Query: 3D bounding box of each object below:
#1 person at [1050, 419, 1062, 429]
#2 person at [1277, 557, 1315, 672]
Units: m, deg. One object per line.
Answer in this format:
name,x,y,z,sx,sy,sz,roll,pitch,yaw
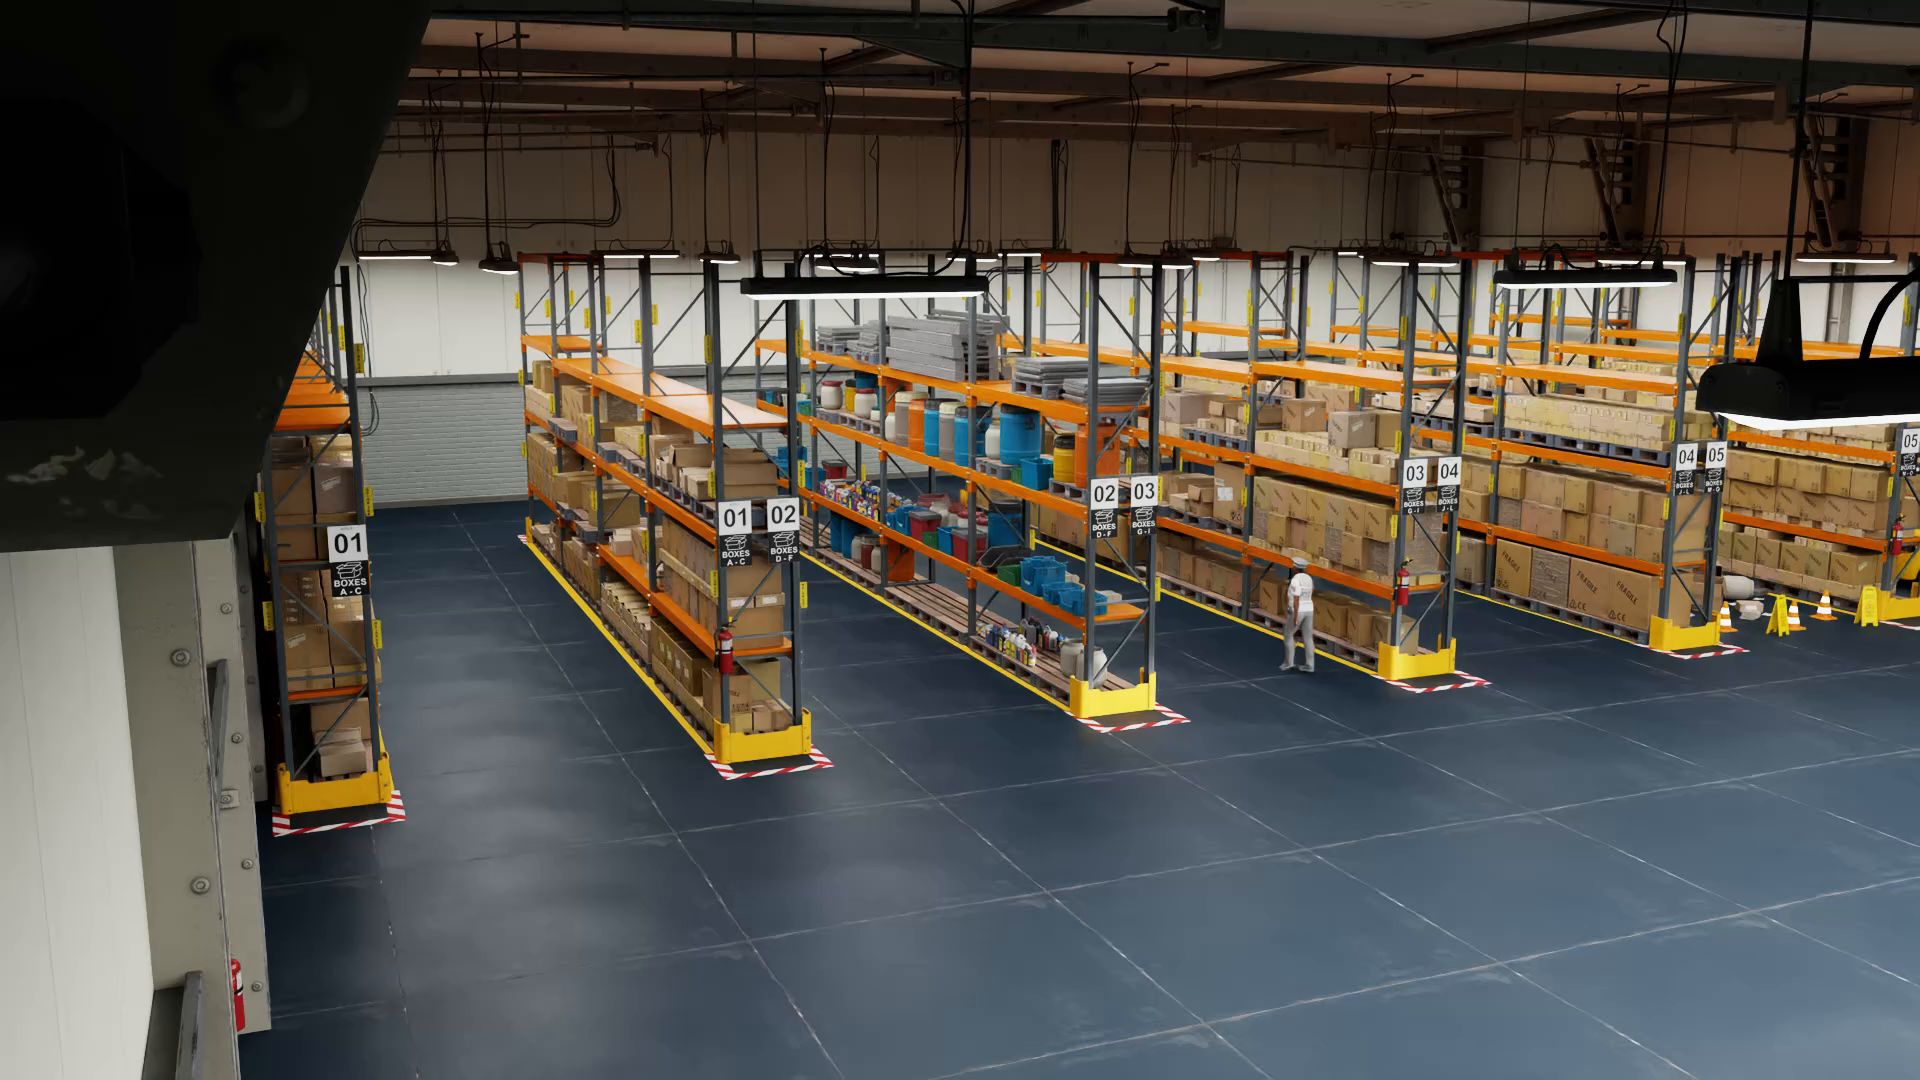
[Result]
person,2.462,-2.345,43.070,1.017,1.664,0.530,-9,14,-40
person,5.019,1.126,24.417,0.462,1.718,0.597,-5,12,-26
